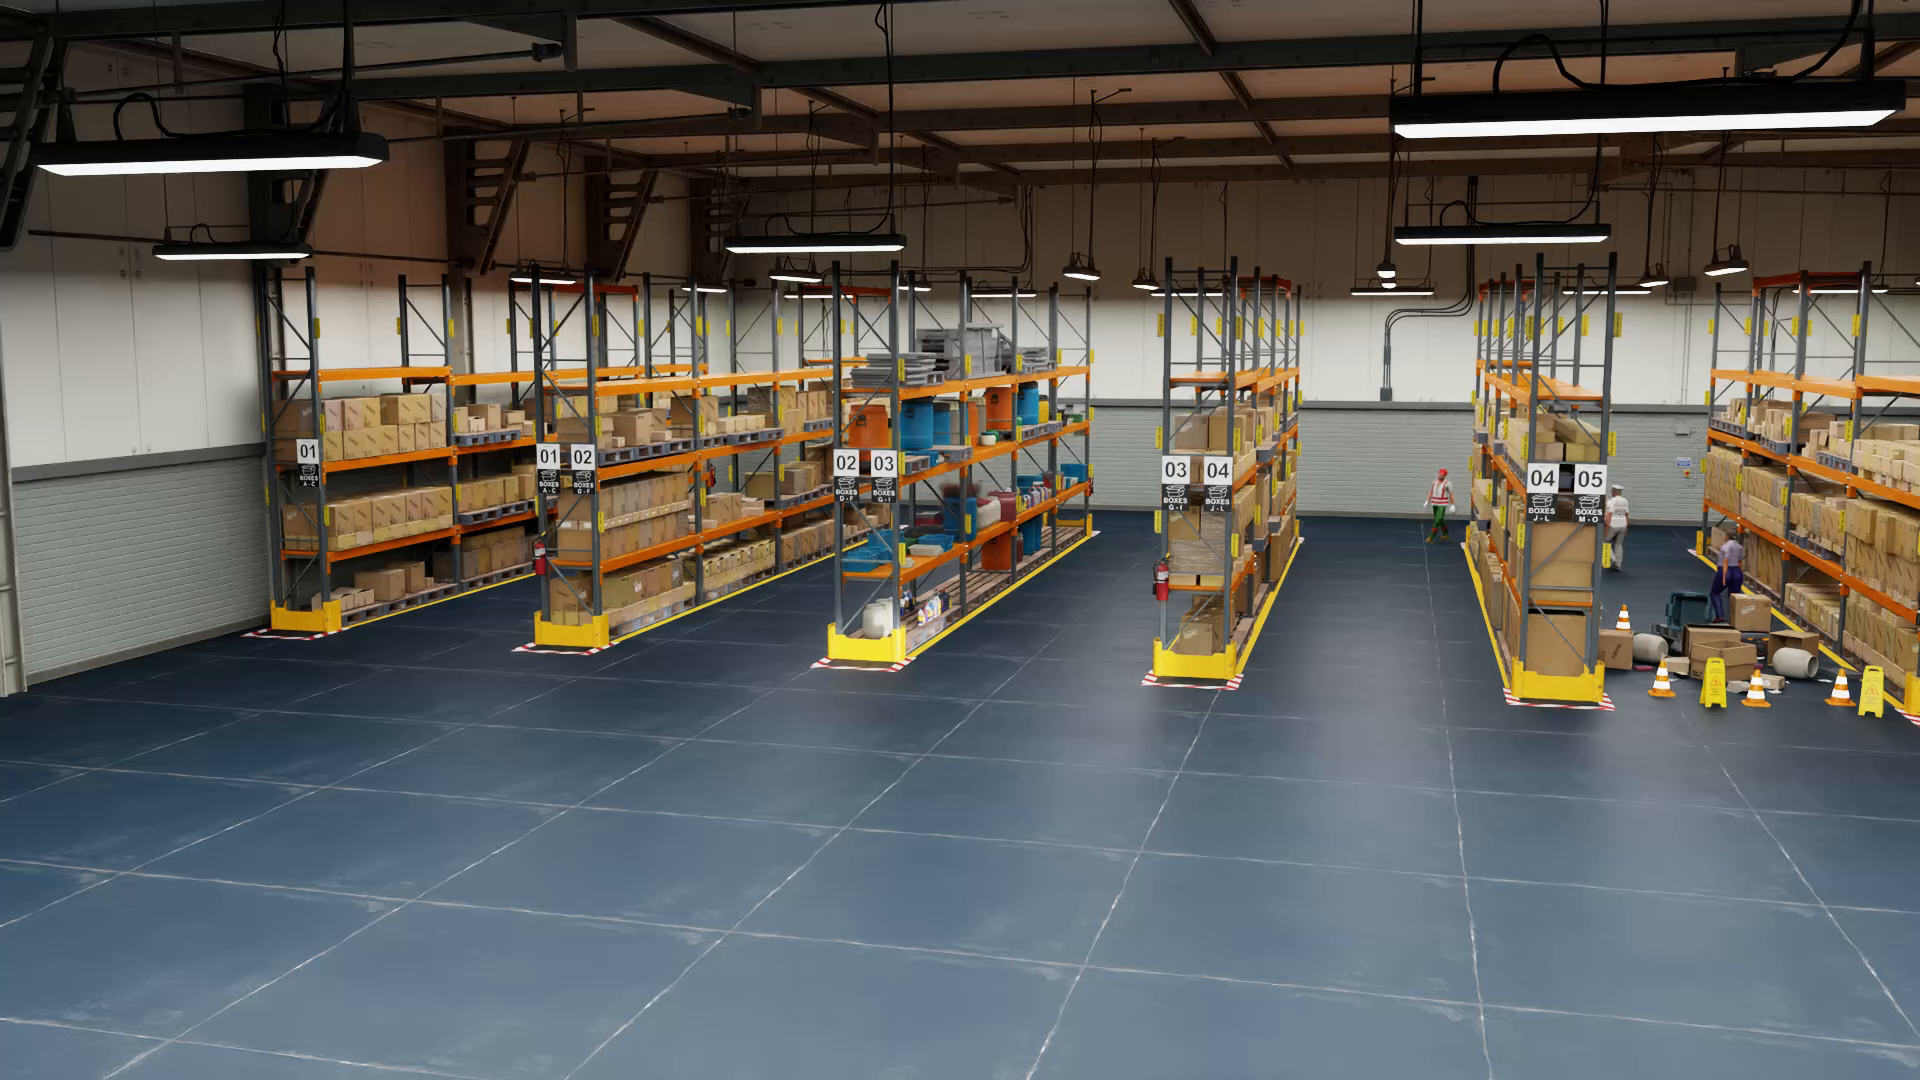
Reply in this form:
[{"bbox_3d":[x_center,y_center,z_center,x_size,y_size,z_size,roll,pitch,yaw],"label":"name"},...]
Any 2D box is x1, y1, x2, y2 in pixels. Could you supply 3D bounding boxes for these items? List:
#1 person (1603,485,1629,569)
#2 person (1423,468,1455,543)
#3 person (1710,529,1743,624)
[{"bbox_3d":[13.680,-0.266,34.654,0.588,1.763,0.481,-3,8,-20],"label":"person"},{"bbox_3d":[11.203,-0.818,38.978,1.026,1.734,0.656,-6,9,-38],"label":"person"},{"bbox_3d":[12.995,0.644,28.036,0.483,1.660,0.514,-1,7,-7],"label":"person"}]
